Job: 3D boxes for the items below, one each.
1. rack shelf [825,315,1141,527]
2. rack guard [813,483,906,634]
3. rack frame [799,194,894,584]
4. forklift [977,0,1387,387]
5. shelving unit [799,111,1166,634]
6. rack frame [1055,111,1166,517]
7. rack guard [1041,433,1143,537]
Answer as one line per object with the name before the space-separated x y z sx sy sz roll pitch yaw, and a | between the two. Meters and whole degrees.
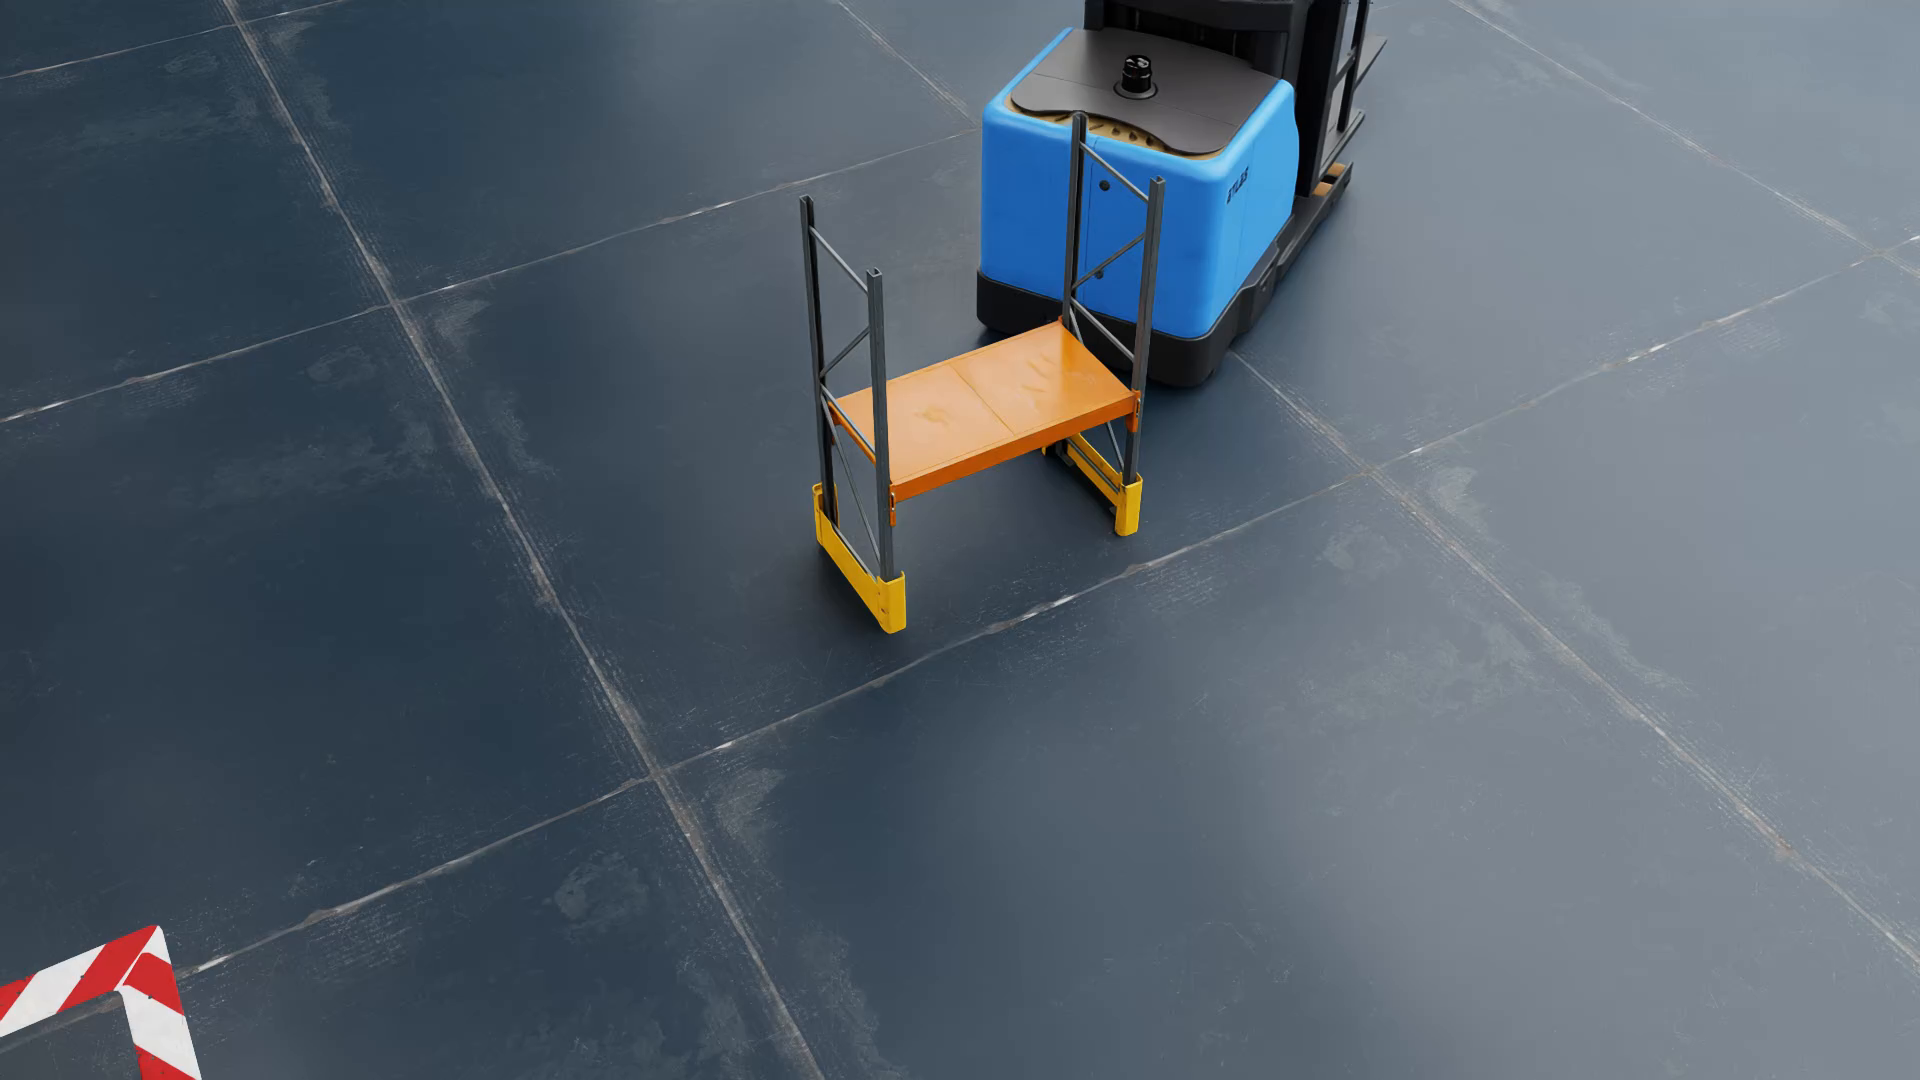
rack shelf | 0.074 -0.439 5.883 1.000 0.185 0.538 -22 48 -21
rack guard | -0.366 0.057 6.012 0.087 0.250 0.587 -22 48 -21
rack frame | -0.367 -0.391 5.576 0.032 1.500 0.500 -22 48 -21
forklift | 1.209 -2.698 6.926 1.130 2.935 3.031 20 48 20
shelving unit | 0.066 -0.565 5.755 1.083 1.500 0.587 -22 48 -21
rack frame | 0.515 -0.744 5.940 0.032 1.500 0.500 -22 48 -21
rack guard | 0.498 -0.289 6.368 0.087 0.250 0.587 -22 48 -21
